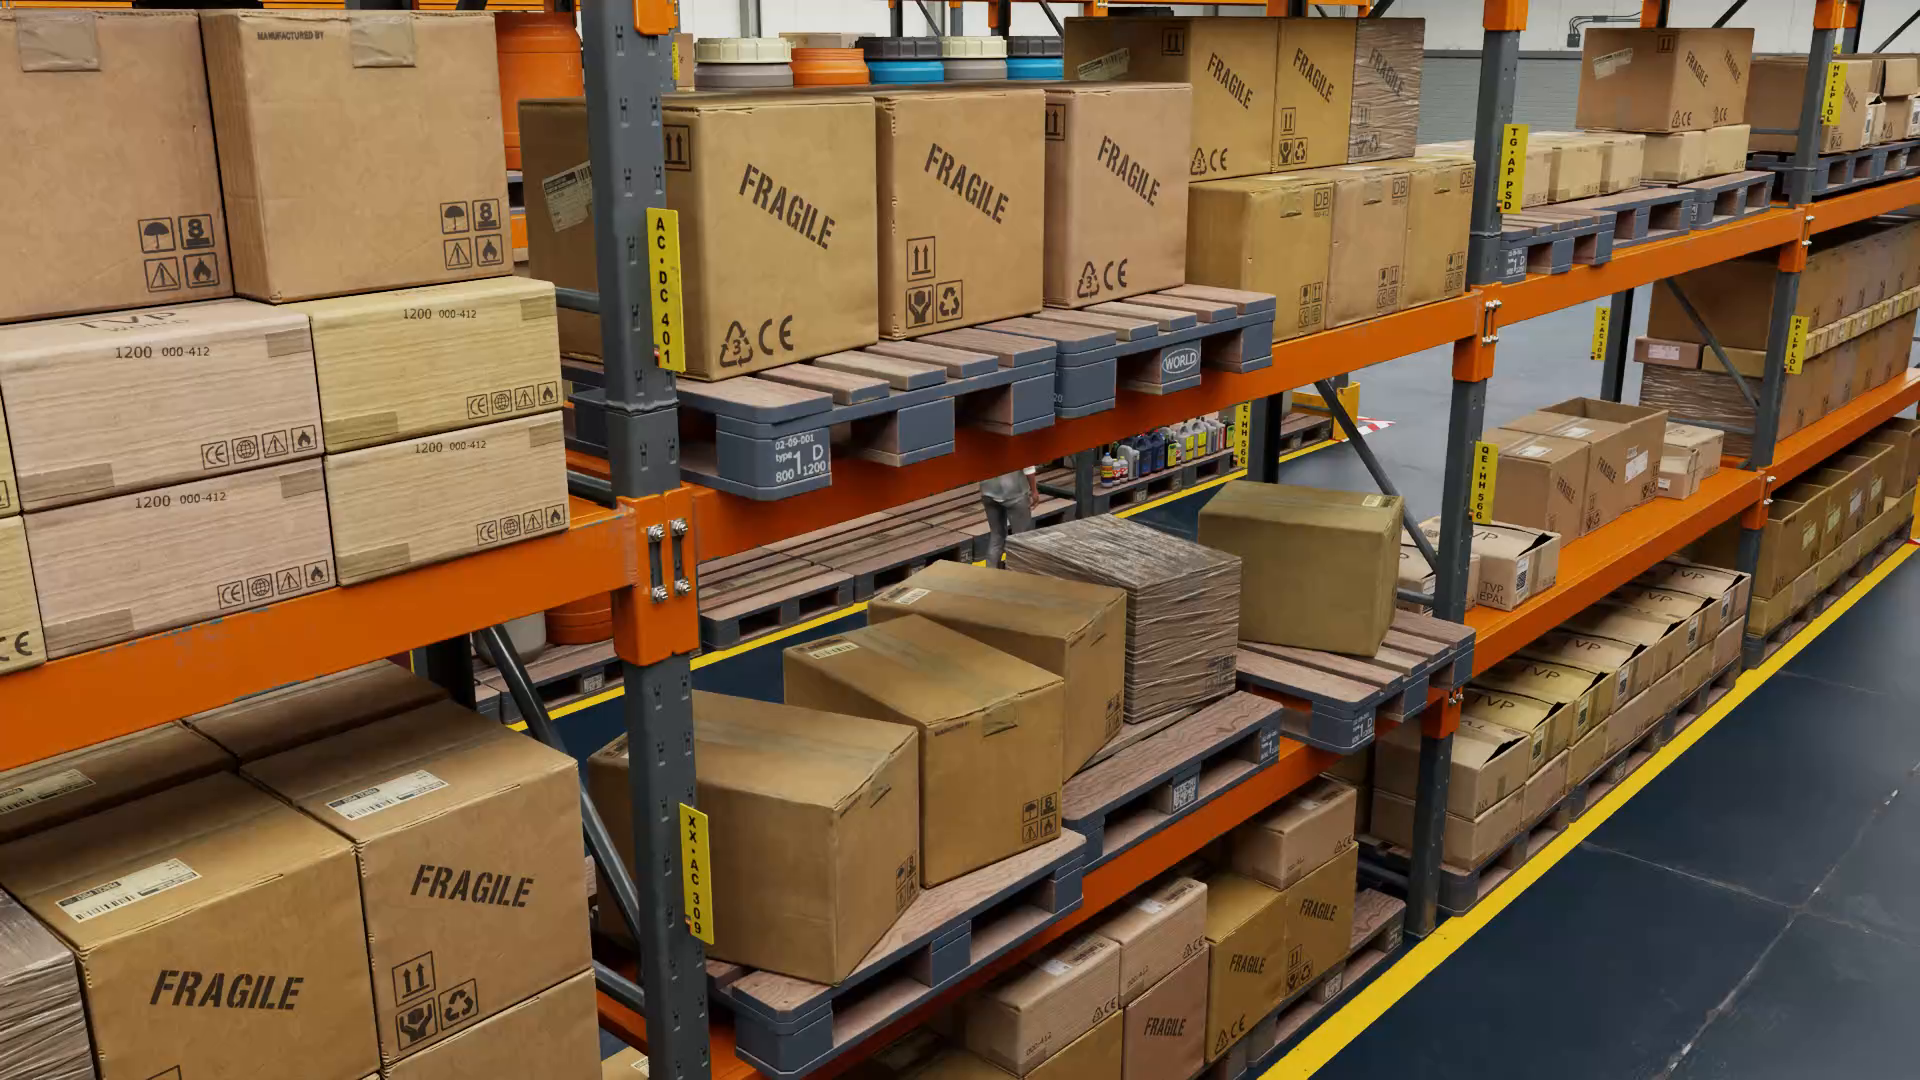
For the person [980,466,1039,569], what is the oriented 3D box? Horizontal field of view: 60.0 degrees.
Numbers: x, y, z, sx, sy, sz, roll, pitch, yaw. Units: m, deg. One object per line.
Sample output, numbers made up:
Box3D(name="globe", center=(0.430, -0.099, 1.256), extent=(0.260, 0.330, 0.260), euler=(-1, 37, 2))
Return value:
Box3D(name="person", center=(0.317, -0.319, 11.109), extent=(0.485, 1.583, 0.342), euler=(13, 22, 37))
